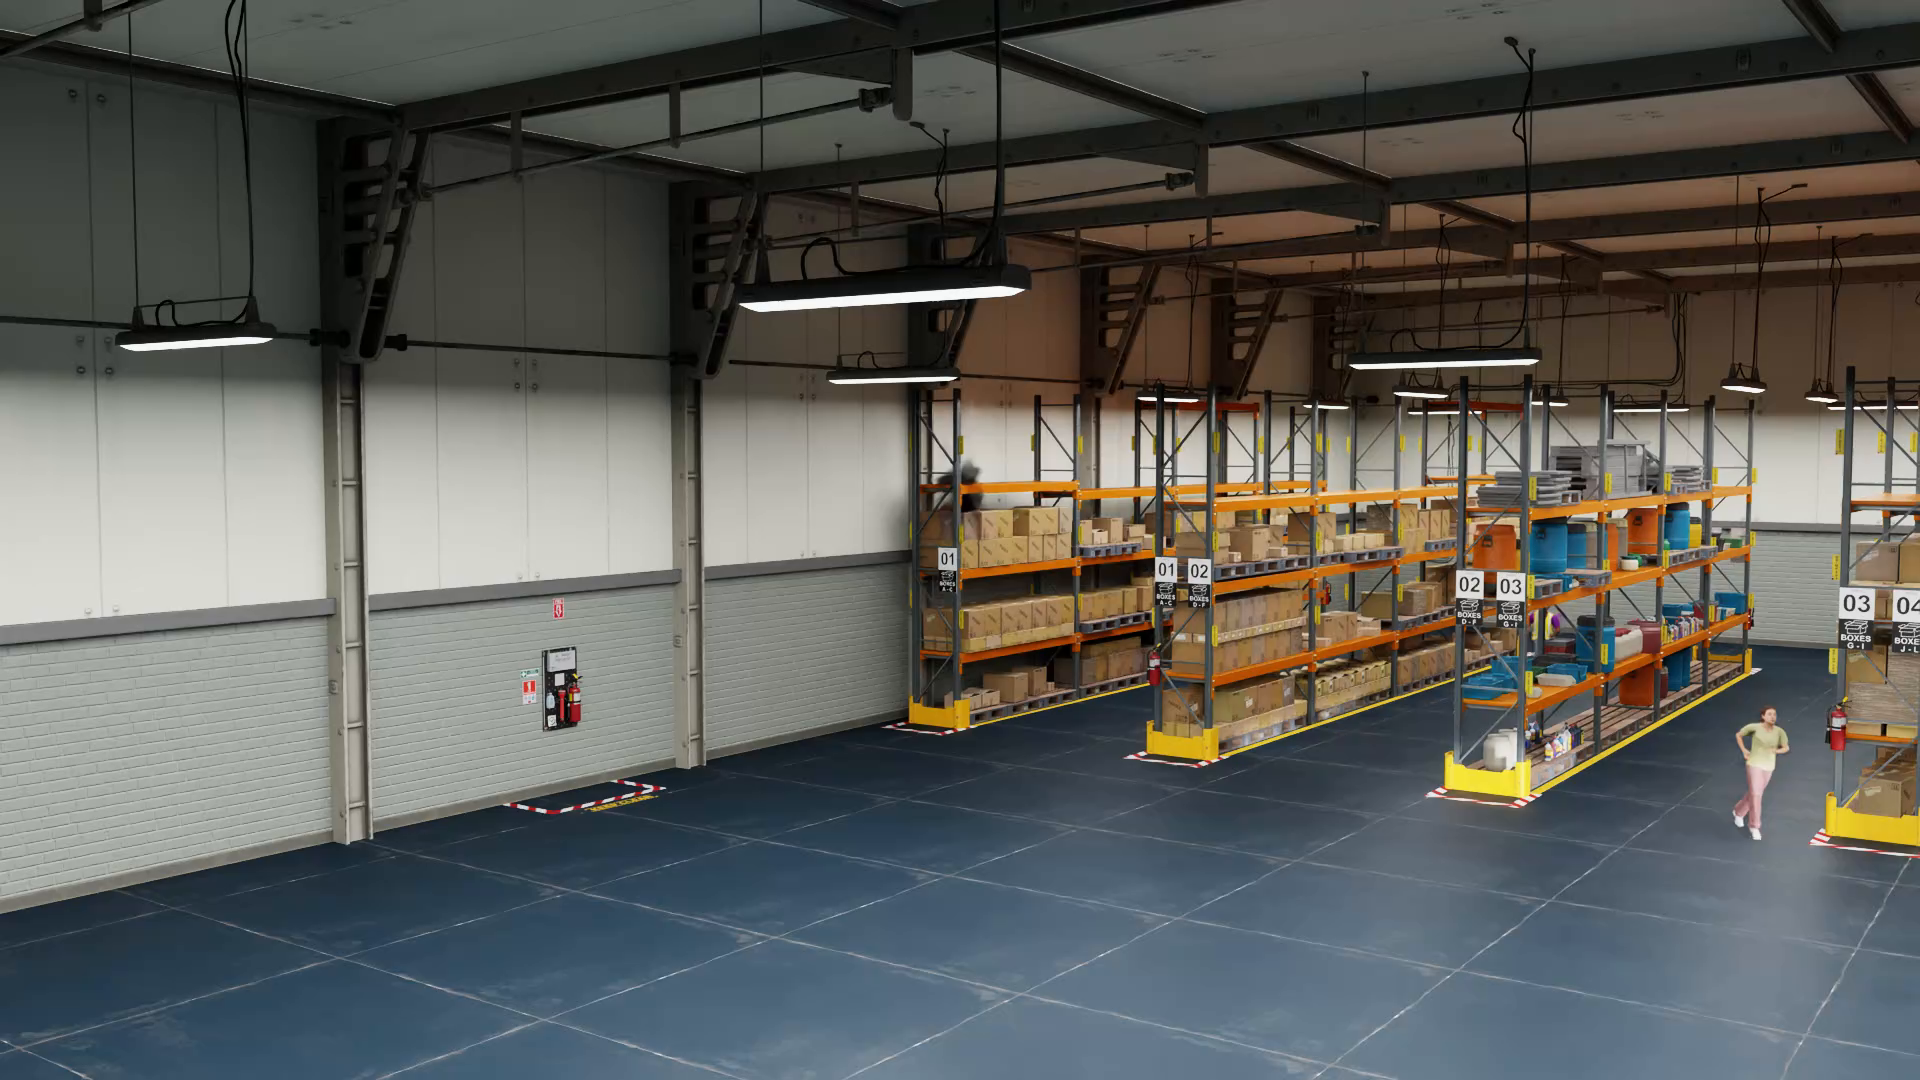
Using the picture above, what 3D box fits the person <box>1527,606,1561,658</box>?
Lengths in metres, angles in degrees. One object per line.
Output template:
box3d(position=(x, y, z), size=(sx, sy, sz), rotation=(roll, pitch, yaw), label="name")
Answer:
box3d(position=(12.317, 2.132, 35.208), size=(0.732, 1.737, 0.810), rotation=(2, 4, 25), label="person")

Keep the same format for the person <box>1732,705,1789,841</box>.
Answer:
box3d(position=(10.352, 2.961, 21.449), size=(0.580, 1.702, 0.848), rotation=(0, 3, 1), label="person")
